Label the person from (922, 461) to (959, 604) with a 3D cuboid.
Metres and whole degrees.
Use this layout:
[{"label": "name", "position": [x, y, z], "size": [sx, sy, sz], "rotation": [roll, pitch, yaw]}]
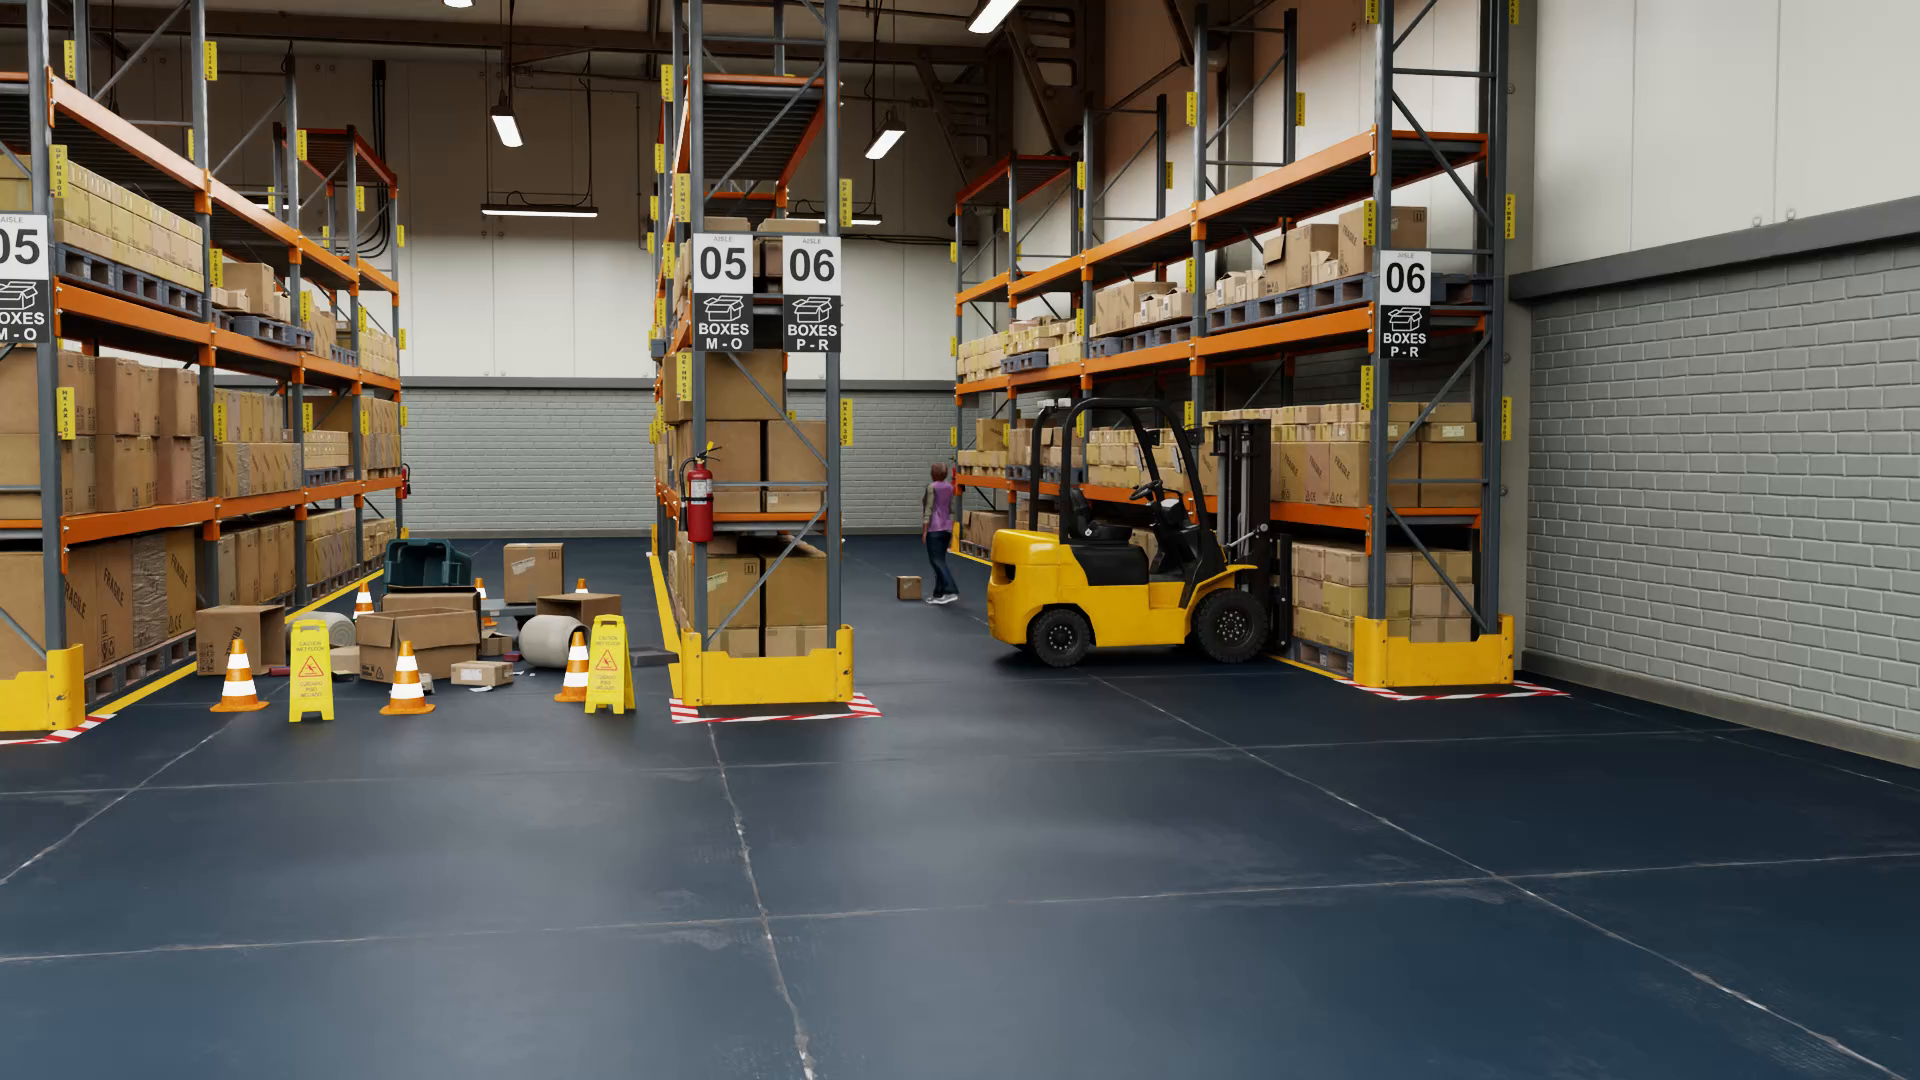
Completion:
[{"label": "person", "position": [-0.212, -0.075, 18.517], "size": [0.557, 1.600, 0.430], "rotation": [3, 4, 42]}]
